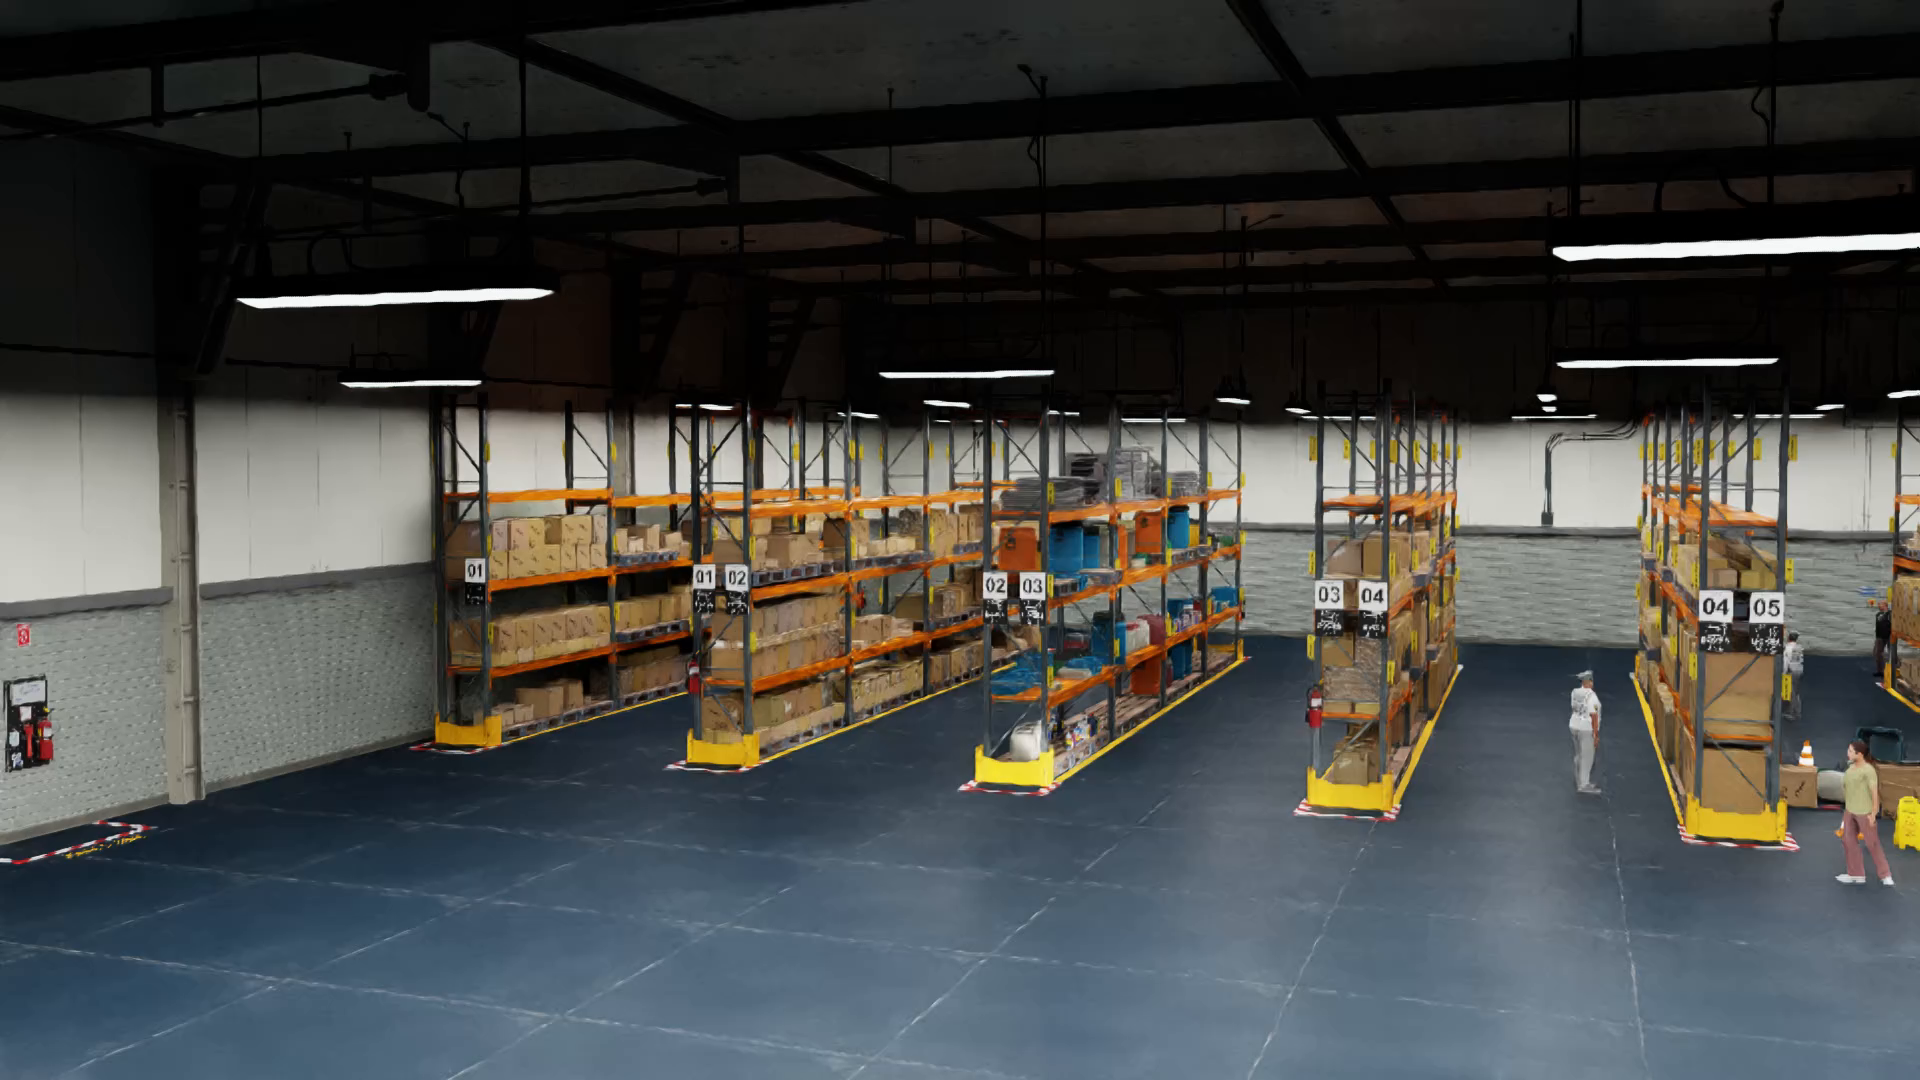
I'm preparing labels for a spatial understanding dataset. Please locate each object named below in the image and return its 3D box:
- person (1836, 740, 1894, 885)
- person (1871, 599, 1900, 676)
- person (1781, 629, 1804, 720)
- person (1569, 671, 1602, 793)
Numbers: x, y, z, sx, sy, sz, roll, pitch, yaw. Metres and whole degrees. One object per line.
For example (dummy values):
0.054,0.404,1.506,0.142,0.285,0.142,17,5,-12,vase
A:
10.503,3.152,19.261,0.543,1.664,0.567,0,3,-7,person
20.693,2.180,37.131,0.589,1.707,0.560,-1,3,-21,person
15.534,2.500,31.088,0.573,1.665,0.538,-3,4,-40,person
9.246,2.807,24.493,0.476,1.759,0.593,-1,3,-11,person
